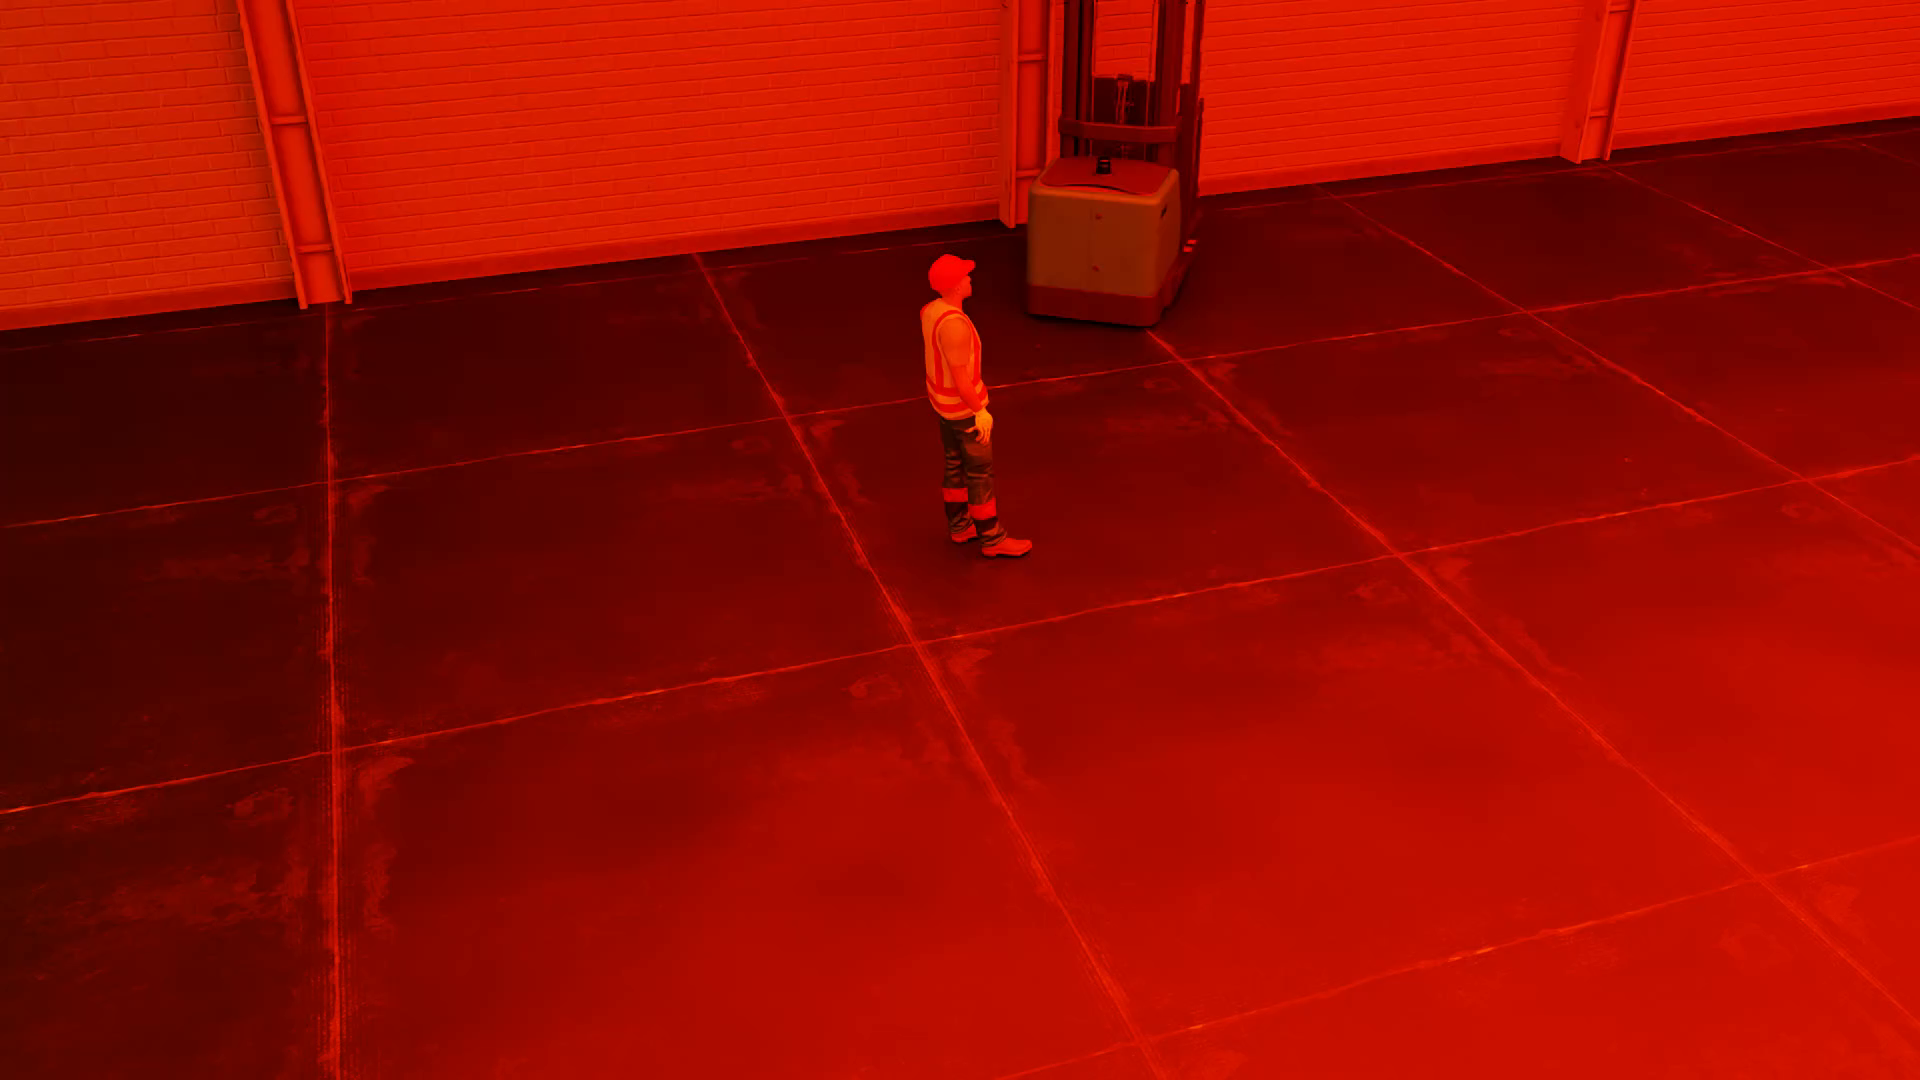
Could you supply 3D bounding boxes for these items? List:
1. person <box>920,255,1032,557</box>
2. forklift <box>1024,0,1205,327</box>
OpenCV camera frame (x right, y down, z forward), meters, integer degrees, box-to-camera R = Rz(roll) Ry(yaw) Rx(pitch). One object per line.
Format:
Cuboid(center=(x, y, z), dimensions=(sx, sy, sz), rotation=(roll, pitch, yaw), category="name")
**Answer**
Cuboid(center=(0.080, -0.789, 9.590), dimensions=(0.562, 1.789, 0.638), rotation=(-10, 31, -16), category="person")
Cuboid(center=(1.417, -3.625, 13.388), dimensions=(1.130, 2.935, 3.031), rotation=(9, 31, 15), category="forklift")
